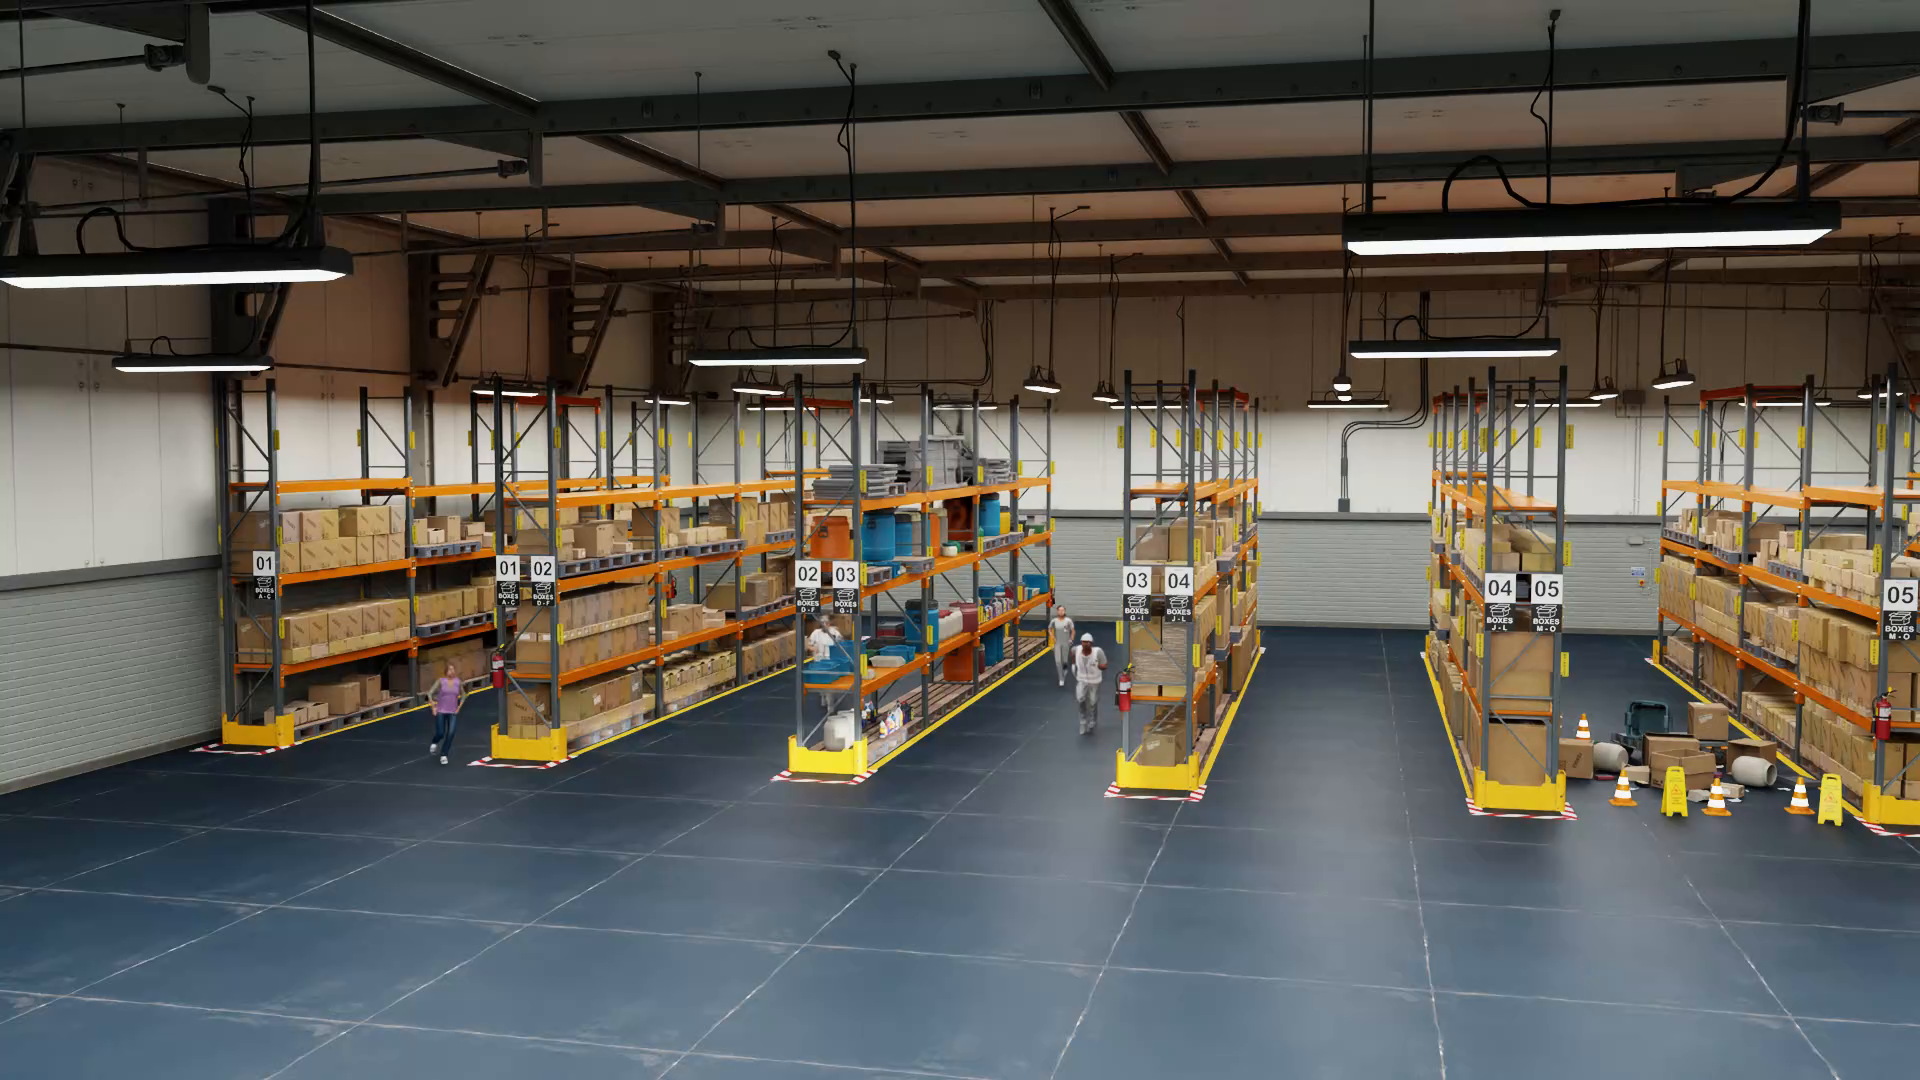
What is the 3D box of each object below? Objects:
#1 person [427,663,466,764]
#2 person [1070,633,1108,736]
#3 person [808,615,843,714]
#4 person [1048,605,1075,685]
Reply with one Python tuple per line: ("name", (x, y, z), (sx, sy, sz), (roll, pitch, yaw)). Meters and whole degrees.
("person", (-7.998, 2.689, 25.935), (0.580, 1.549, 0.513), (-2, 4, -32))
("person", (2.185, 2.433, 28.267), (0.668, 1.746, 0.941), (1, 3, 9))
("person", (-2.496, 2.286, 30.741), (0.599, 1.835, 0.852), (0, 3, 6))
("person", (2.086, 2.147, 34.194), (0.565, 1.633, 0.599), (0, 3, 6))
